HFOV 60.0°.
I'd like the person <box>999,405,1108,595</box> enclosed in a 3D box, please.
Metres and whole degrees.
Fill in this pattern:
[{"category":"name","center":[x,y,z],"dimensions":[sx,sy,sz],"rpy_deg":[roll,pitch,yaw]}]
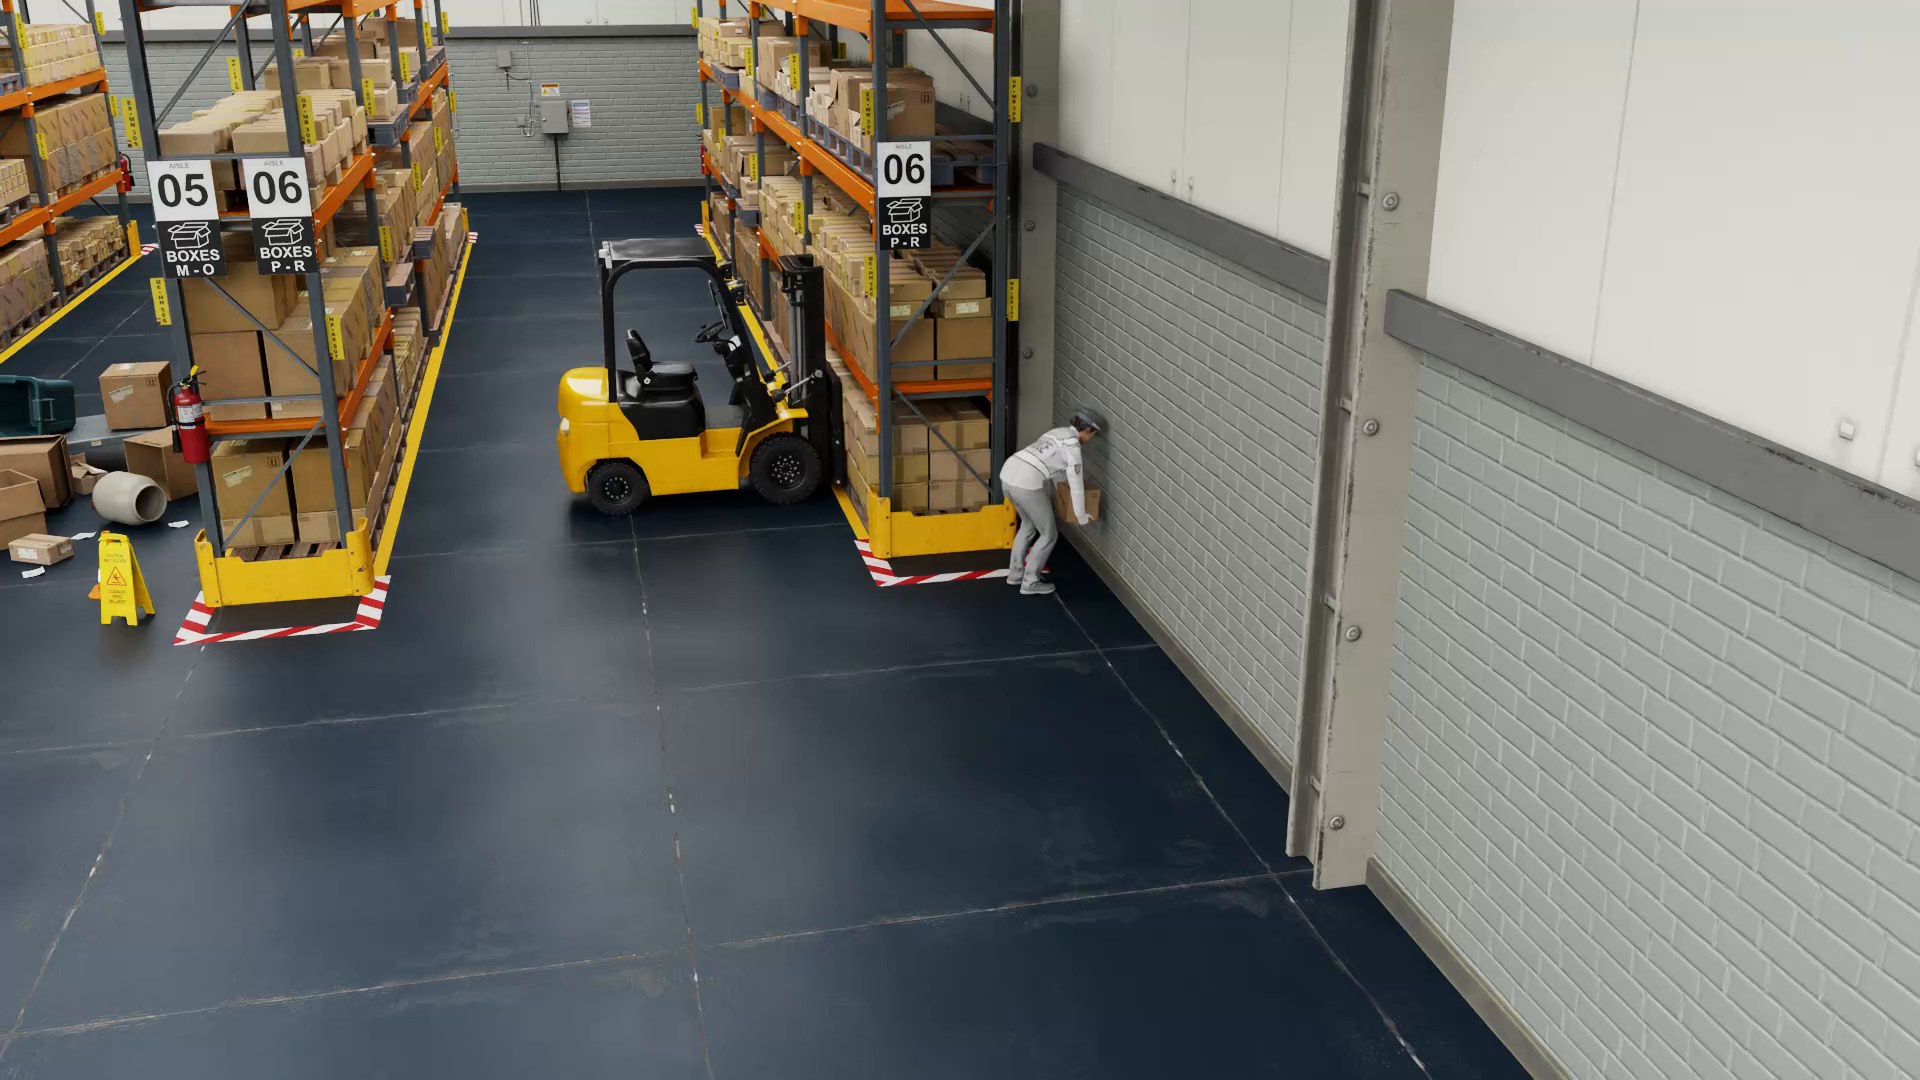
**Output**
[{"category":"person","center":[0.703,-0.307,12.391],"dimensions":[0.849,1.356,0.417],"rpy_deg":[-10,22,-25]}]
